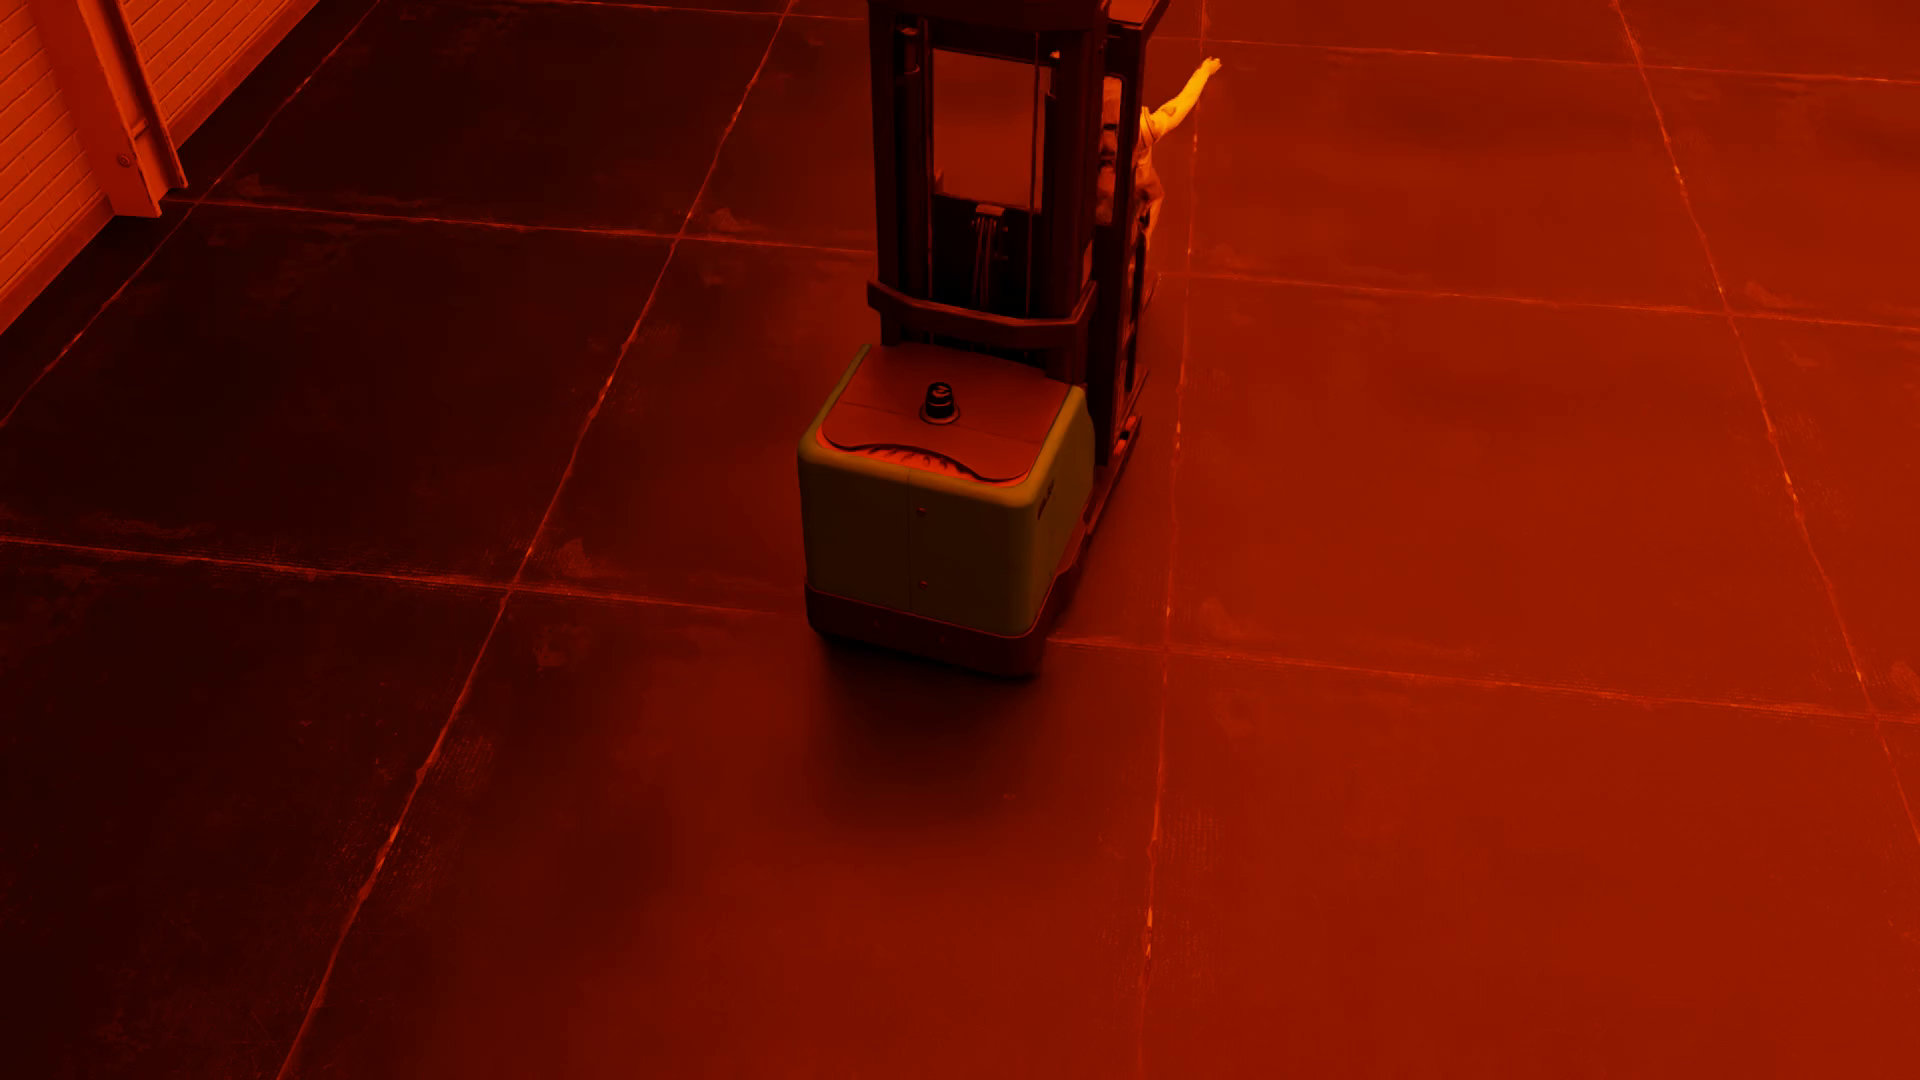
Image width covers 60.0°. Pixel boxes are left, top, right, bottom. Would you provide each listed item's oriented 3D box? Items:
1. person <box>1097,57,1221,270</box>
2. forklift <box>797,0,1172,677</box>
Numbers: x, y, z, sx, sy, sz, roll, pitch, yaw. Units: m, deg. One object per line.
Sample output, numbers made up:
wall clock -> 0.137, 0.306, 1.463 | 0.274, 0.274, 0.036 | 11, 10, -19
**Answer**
person -> 0.968, -1.978, 8.850 | 0.973, 1.471, 0.709 | -10, 44, -11
forklift -> 0.280, -1.502, 7.359 | 1.130, 2.935, 3.031 | 13, 44, 14
